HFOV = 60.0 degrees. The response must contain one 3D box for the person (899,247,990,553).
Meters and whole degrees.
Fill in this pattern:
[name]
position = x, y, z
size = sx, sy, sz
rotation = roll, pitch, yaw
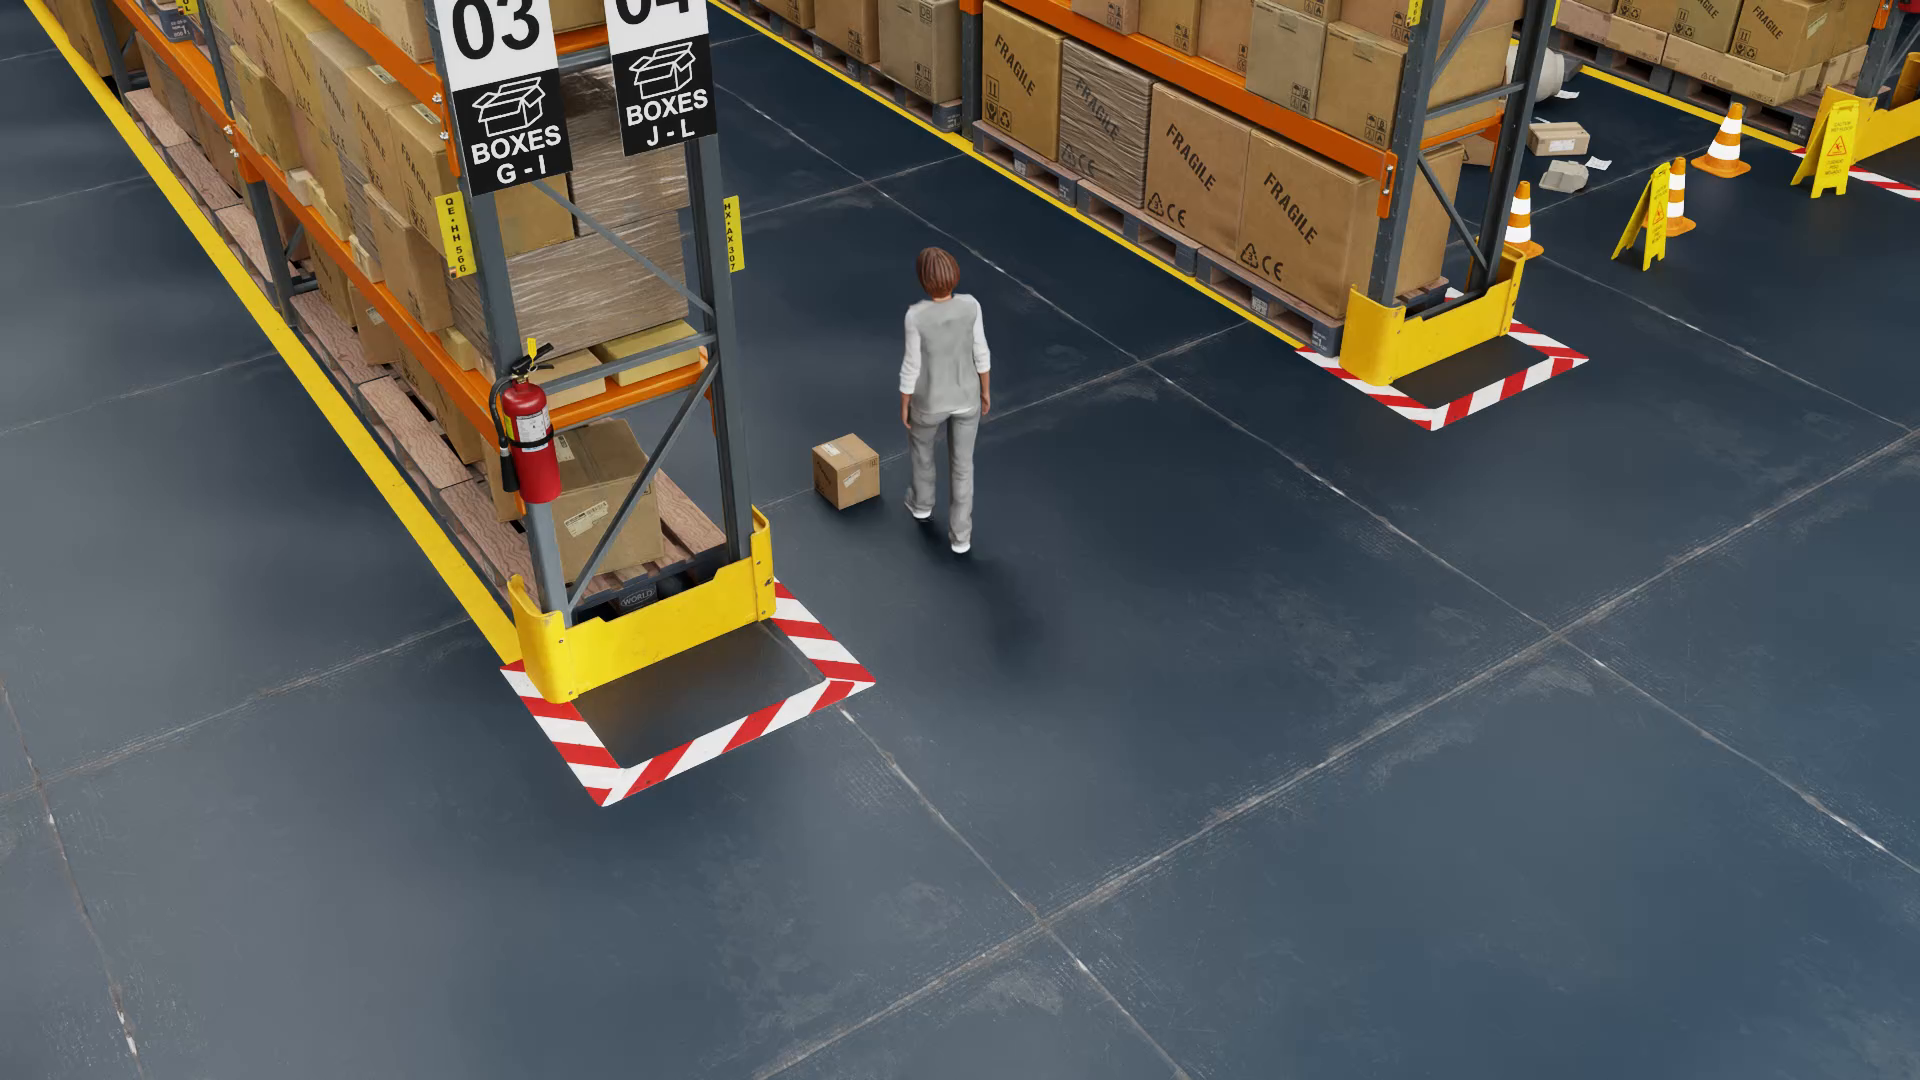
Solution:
[person]
position = -0.095, -0.712, 7.944
size = 0.449, 1.592, 0.619
rotation = -9, 38, -11
